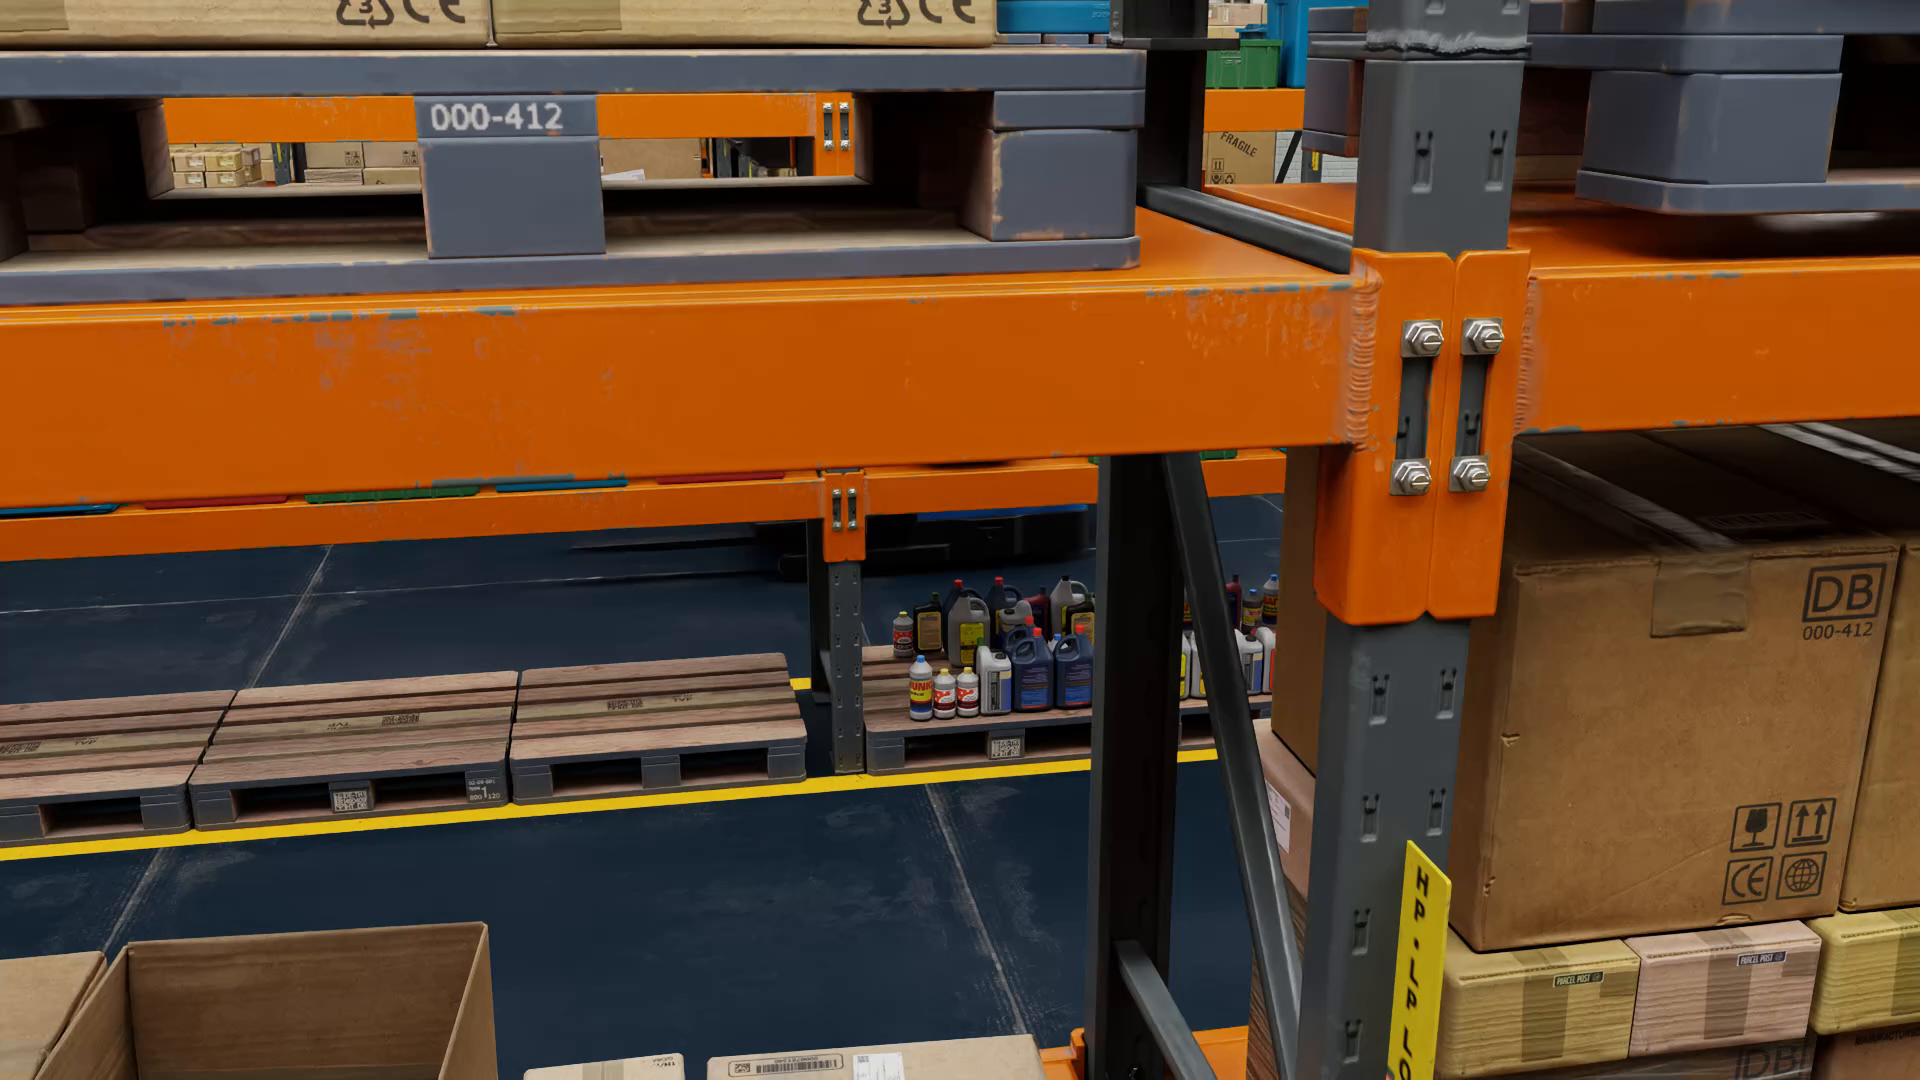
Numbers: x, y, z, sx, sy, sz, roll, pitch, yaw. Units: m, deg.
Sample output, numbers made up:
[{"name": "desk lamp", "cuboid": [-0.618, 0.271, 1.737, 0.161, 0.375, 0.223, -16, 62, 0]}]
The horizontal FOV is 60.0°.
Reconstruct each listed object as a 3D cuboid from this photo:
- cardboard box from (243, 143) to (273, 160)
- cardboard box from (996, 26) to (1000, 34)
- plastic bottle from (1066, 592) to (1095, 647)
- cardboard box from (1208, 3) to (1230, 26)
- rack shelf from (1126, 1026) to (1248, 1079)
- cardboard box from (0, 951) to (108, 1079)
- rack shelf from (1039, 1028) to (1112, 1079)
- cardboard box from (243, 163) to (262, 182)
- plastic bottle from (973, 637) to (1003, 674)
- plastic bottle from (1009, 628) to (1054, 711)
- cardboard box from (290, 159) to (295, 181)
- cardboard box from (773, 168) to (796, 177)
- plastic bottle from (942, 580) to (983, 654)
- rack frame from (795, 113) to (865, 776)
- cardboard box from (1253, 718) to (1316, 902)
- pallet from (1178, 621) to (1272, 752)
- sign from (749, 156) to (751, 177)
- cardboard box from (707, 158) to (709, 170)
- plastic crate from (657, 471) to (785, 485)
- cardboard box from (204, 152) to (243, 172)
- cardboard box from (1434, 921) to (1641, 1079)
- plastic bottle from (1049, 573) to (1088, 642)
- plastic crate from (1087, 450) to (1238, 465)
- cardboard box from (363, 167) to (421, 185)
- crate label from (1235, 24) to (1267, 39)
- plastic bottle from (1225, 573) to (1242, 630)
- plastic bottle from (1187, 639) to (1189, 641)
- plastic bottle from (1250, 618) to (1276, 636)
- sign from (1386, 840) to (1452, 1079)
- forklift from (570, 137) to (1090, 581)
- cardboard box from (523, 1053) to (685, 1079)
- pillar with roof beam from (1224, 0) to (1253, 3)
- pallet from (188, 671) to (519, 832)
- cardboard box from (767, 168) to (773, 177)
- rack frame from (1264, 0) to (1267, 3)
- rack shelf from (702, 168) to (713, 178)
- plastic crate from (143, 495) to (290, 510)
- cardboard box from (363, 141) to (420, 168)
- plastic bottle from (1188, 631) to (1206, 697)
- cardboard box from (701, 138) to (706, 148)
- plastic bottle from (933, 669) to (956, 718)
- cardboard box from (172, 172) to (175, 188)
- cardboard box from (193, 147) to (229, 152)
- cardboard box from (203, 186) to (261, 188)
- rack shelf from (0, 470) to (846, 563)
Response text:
[{"name": "cardboard box", "cuboid": [-8.239, -4.680, 19.844, 0.500, 0.250, 0.500, -4, 17, -12]}, {"name": "cardboard box", "cuboid": [-0.003, -3.377, 11.346, 0.500, 0.250, 0.500, -4, 18, -13]}, {"name": "plastic bottle", "cuboid": [0.566, 0.388, 7.817, 0.133, 0.283, 0.061, -3, 17, -10]}, {"name": "cardboard box", "cuboid": [1.686, -3.651, 11.558, 0.250, 0.149, 0.380, -4, 18, -13]}, {"name": "rack shelf", "cuboid": [2.337, 1.080, 2.912, 4.000, 0.370, 1.077, -3, 17, -10]}, {"name": "cardboard box", "cuboid": [-1.392, 0.895, 2.119, 0.500, 0.500, 0.500, -3, 17, -10]}, {"name": "rack shelf", "cuboid": [-1.590, 1.303, 2.186, 4.000, 0.370, 1.077, -3, 17, -10]}, {"name": "cardboard box", "cuboid": [-6.783, -3.475, 15.722, 0.250, 0.149, 0.380, -2, 17, -8]}, {"name": "plastic bottle", "cuboid": [0.125, 0.560, 7.258, 0.133, 0.283, 0.061, -3, 17, -10]}, {"name": "plastic bottle", "cuboid": [0.309, 0.550, 7.175, 0.185, 0.351, 0.144, -3, 17, -9]}, {"name": "cardboard box", "cuboid": [-7.756, -4.468, 20.004, 0.500, 0.250, 0.500, -4, 17, -12]}, {"name": "cardboard box", "cuboid": [-1.012, -2.628, 11.380, 0.500, 0.500, 0.500, -3, 17, -10]}, {"name": "plastic bottle", "cuboid": [0.015, 0.356, 7.805, 0.185, 0.351, 0.144, -4, 17, -12]}, {"name": "rack frame", "cuboid": [-0.562, -0.581, 7.093, 0.127, 3.000, 1.000, -3, 17, -10]}, {"name": "cardboard box", "cuboid": [0.600, 0.413, 2.584, 0.250, 0.149, 0.380, -3, 17, -10]}, {"name": "pallet", "cuboid": [1.305, 0.658, 7.810, 1.213, 0.211, 1.003, -3, 17, -10]}, {"name": "sign", "cuboid": [-1.393, -2.402, 11.052, 0.005, 0.325, 0.100, -3, 17, -10]}, {"name": "cardboard box", "cuboid": [-3.124, -4.851, 21.424, 0.250, 0.149, 0.380, -3, 17, -11]}, {"name": "plastic crate", "cuboid": [-0.980, -0.496, 6.709, 0.583, 0.464, 0.402, -3, 17, -10]}, {"name": "cardboard box", "cuboid": [-6.665, -3.427, 15.059, 0.250, 0.149, 0.380, -4, 18, -13]}, {"name": "cardboard box", "cuboid": [0.674, 0.531, 2.201, 0.250, 0.149, 0.380, -3, 17, -11]}, {"name": "plastic bottle", "cuboid": [0.521, 0.328, 7.898, 0.185, 0.351, 0.144, -3, 17, -11]}, {"name": "plastic crate", "cuboid": [0.824, -0.474, 7.106, 0.662, 0.188, 0.450, -3, 17, -10]}, {"name": "cardboard box", "cuboid": [-5.280, -3.245, 15.598, 0.500, 0.500, 0.500, -3, 17, -11]}, {"name": "crate label", "cuboid": [1.465, -2.157, 7.371, 0.408, 0.251, 0.502, -3, 17, -10]}, {"name": "plastic bottle", "cuboid": [1.300, 0.303, 8.093, 0.133, 0.283, 0.061, -3, 17, -10]}, {"name": "plastic bottle", "cuboid": [1.028, 0.544, 7.447, 0.097, 0.201, 0.097, 0, 17, 0]}, {"name": "plastic bottle", "cuboid": [1.372, 0.489, 7.488, 0.133, 0.283, 0.061, -3, 17, -10]}, {"name": "sign", "cuboid": [0.486, 0.488, 1.778, 0.005, 0.325, 0.100, -3, 17, -10]}, {"name": "forklift", "cuboid": [-0.799, -1.334, 9.662, 3.031, 2.935, 1.130, -4, 17, -12]}, {"name": "cardboard box", "cuboid": [-0.535, 0.958, 2.512, 0.250, 0.149, 0.380, -3, 17, -10]}, {"name": "pillar with roof beam", "cuboid": [5.453, -8.701, 23.313, 0.400, 9.000, 9.100, -3, 17, -10]}, {"name": "pallet", "cuboid": [-2.526, 0.876, 7.099, 1.213, 0.211, 1.003, -3, 17, -10]}, {"name": "cardboard box", "cuboid": [-1.112, -2.781, 11.877, 0.500, 0.500, 0.500, -3, 17, -10]}, {"name": "rack frame", "cuboid": [2.425, -5.099, 11.586, 0.127, 3.000, 1.000, -3, 17, -10]}, {"name": "rack shelf", "cuboid": [-1.418, -4.633, 21.511, 4.000, 0.370, 1.077, -3, 17, -10]}, {"name": "plastic crate", "cuboid": [-2.845, -0.390, 6.364, 0.583, 0.464, 0.402, -3, 17, -10]}, {"name": "cardboard box", "cuboid": [-5.332, -3.798, 15.694, 0.500, 0.500, 0.700, -3, 17, -11]}, {"name": "plastic bottle", "cuboid": [1.094, 0.505, 7.320, 0.185, 0.351, 0.144, -3, 17, -8]}, {"name": "cardboard box", "cuboid": [-3.842, -6.293, 25.522, 0.500, 0.500, 0.500, -4, 17, -12]}, {"name": "plastic bottle", "cuboid": [-0.067, 0.650, 7.104, 0.097, 0.201, 0.097, 0, 17, 0]}, {"name": "cardboard box", "cuboid": [-7.189, -3.254, 15.005, 0.250, 0.149, 0.380, -3, 17, -9]}, {"name": "cardboard box", "cuboid": [-7.025, -3.601, 15.625, 0.250, 0.149, 0.380, -4, 17, -12]}, {"name": "cardboard box", "cuboid": [-4.907, -2.076, 11.076, 0.500, 0.500, 0.500, -5, 18, -17]}, {"name": "rack shelf", "cuboid": [-2.526, -0.125, 6.836, 4.000, 0.370, 1.077, -3, 17, -10]}]
